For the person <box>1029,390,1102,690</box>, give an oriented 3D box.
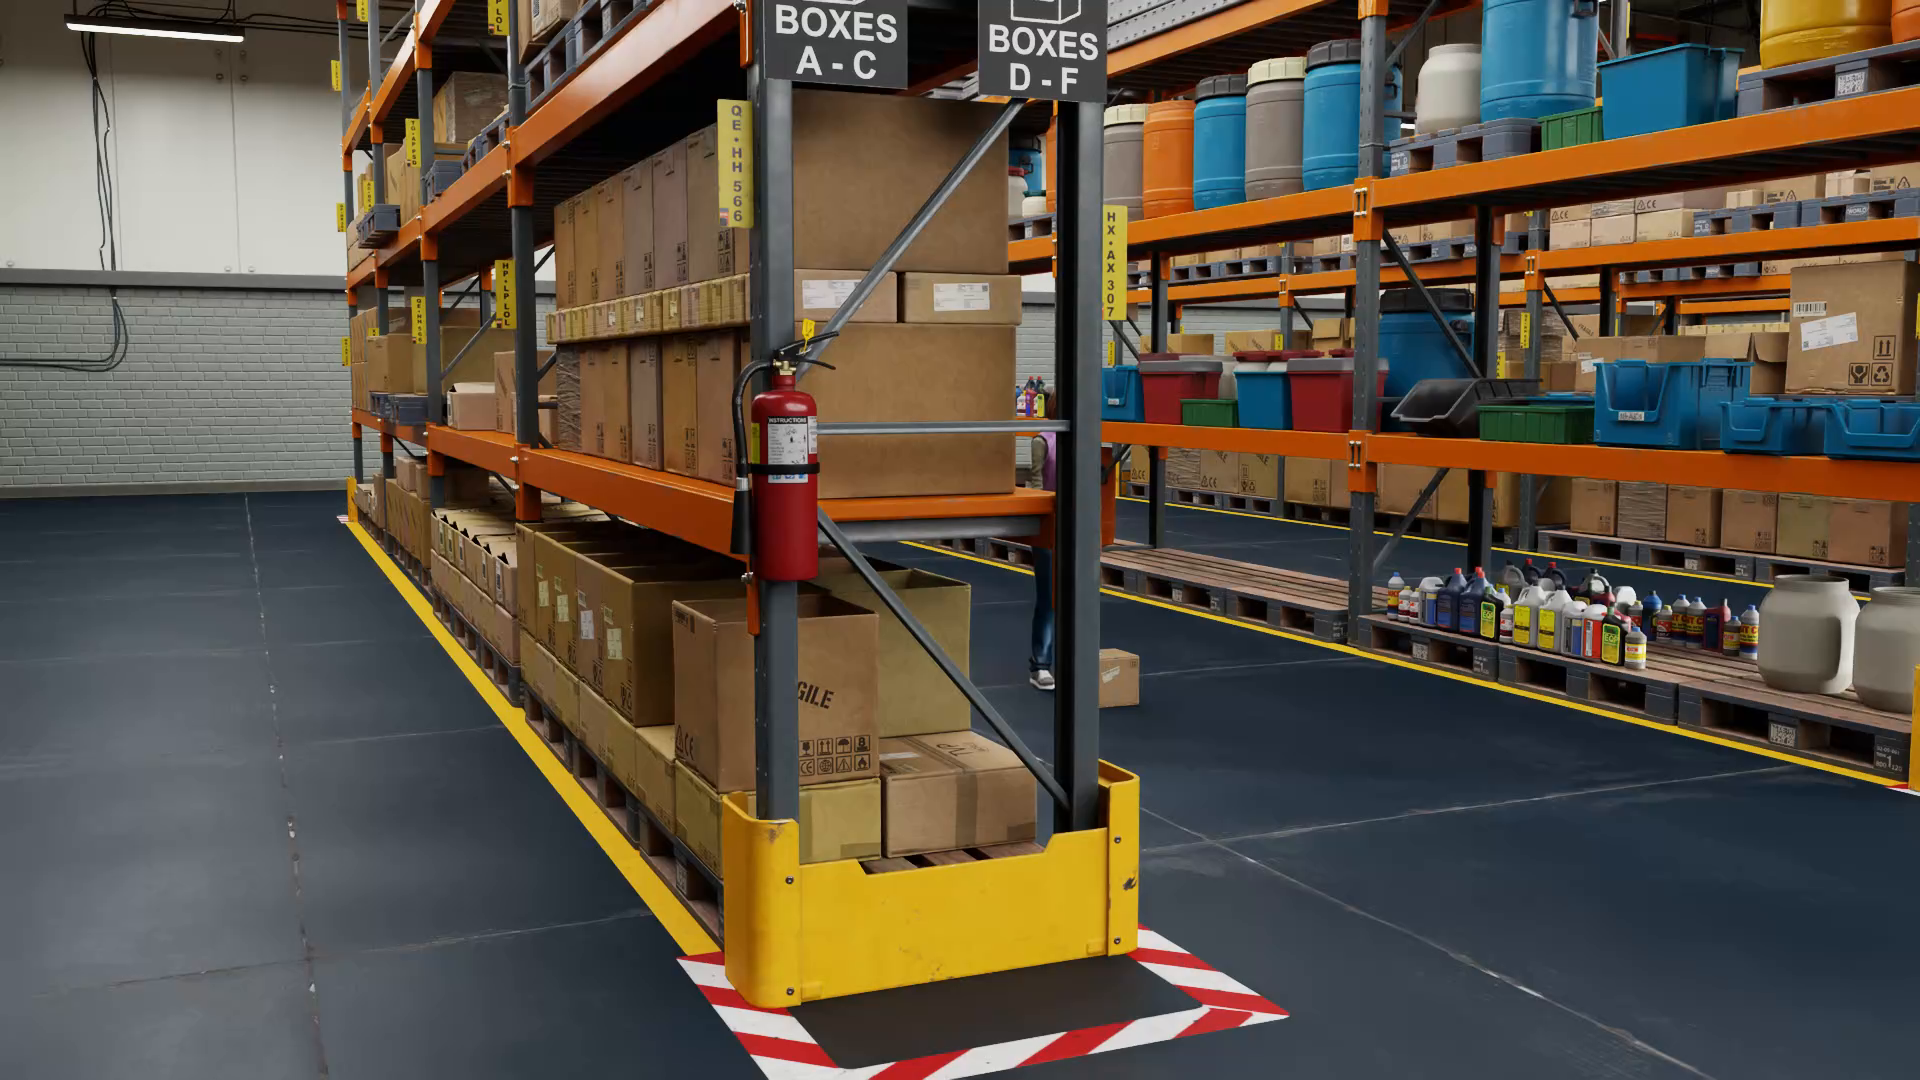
[{"bbox_3d":[0.565,0.007,8.823,0.404,1.563,0.308,-2,6,-22],"label":"person"}]
